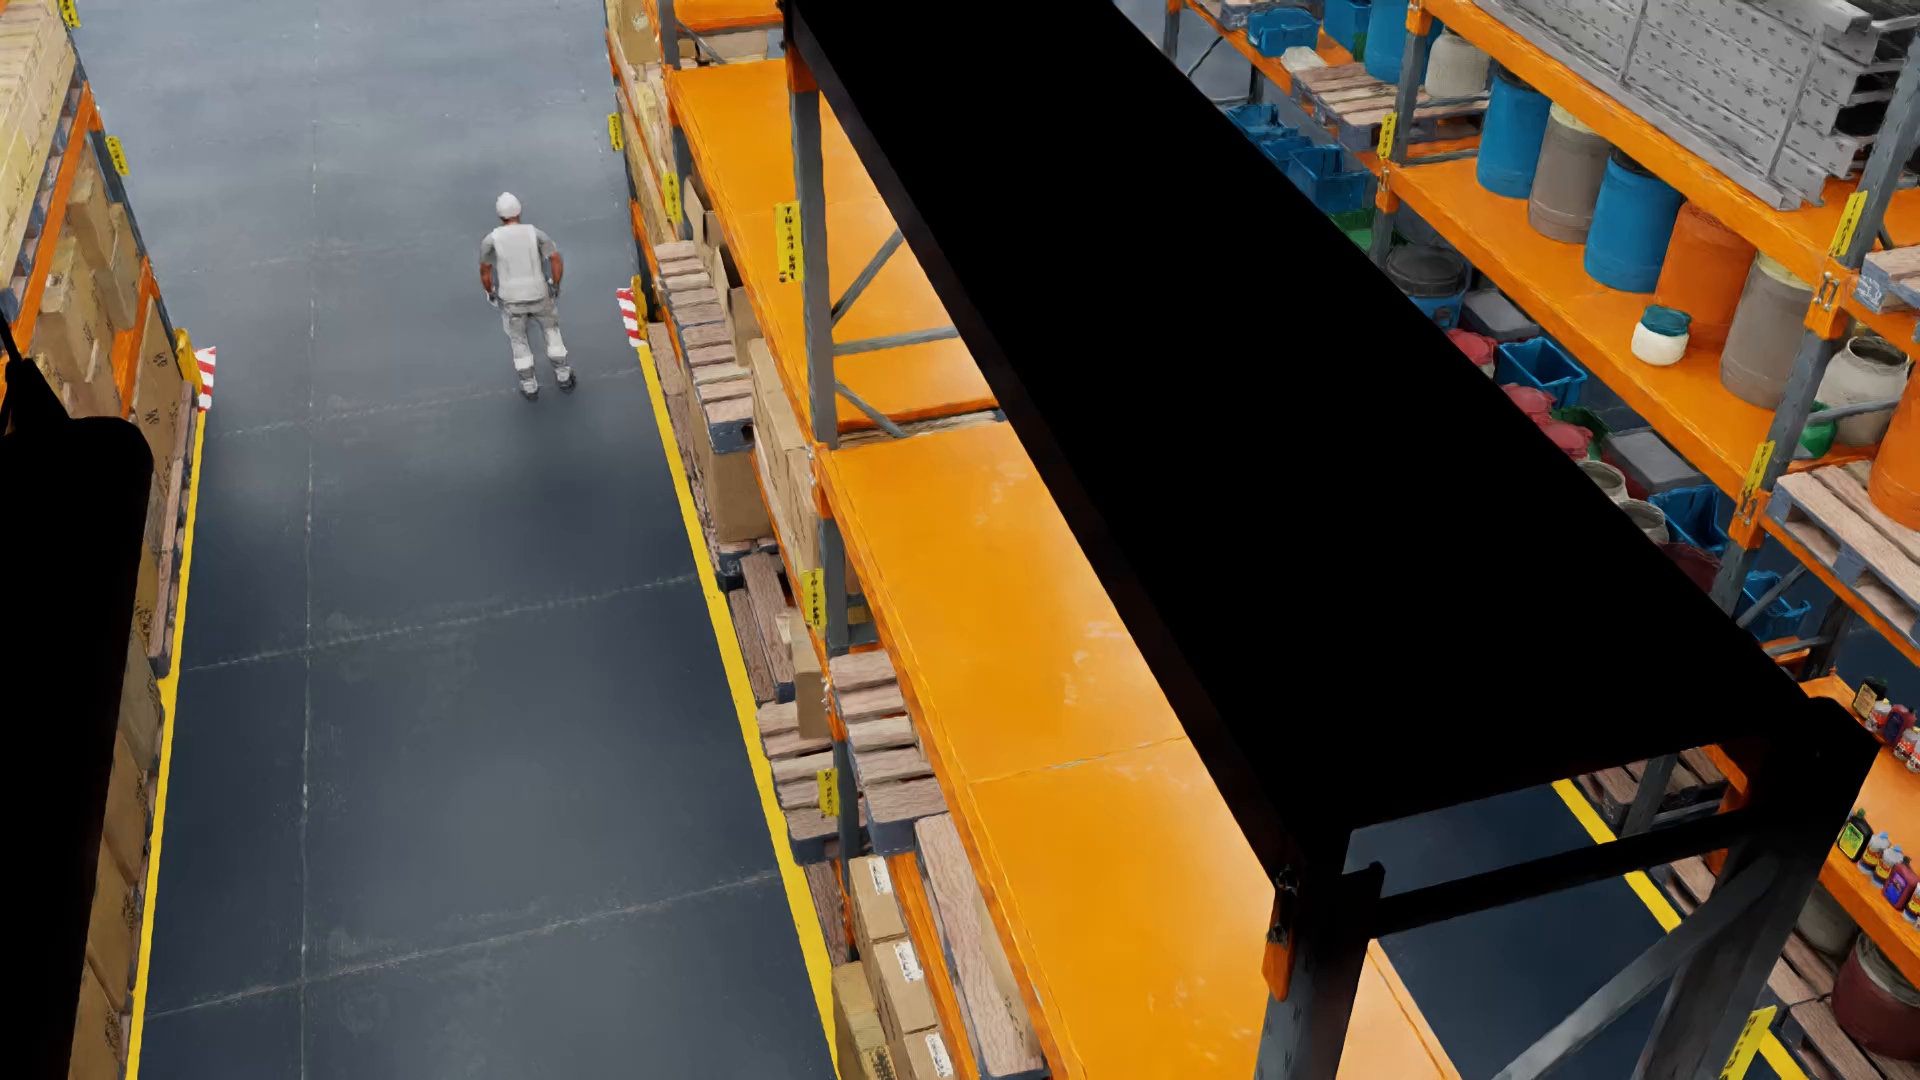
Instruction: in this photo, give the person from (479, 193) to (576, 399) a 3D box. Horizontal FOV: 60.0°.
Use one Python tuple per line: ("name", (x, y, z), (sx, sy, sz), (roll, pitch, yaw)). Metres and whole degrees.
("person", (-3.674, -2.085, 14.070), (0.677, 1.742, 0.552), (-12, 40, -14))
